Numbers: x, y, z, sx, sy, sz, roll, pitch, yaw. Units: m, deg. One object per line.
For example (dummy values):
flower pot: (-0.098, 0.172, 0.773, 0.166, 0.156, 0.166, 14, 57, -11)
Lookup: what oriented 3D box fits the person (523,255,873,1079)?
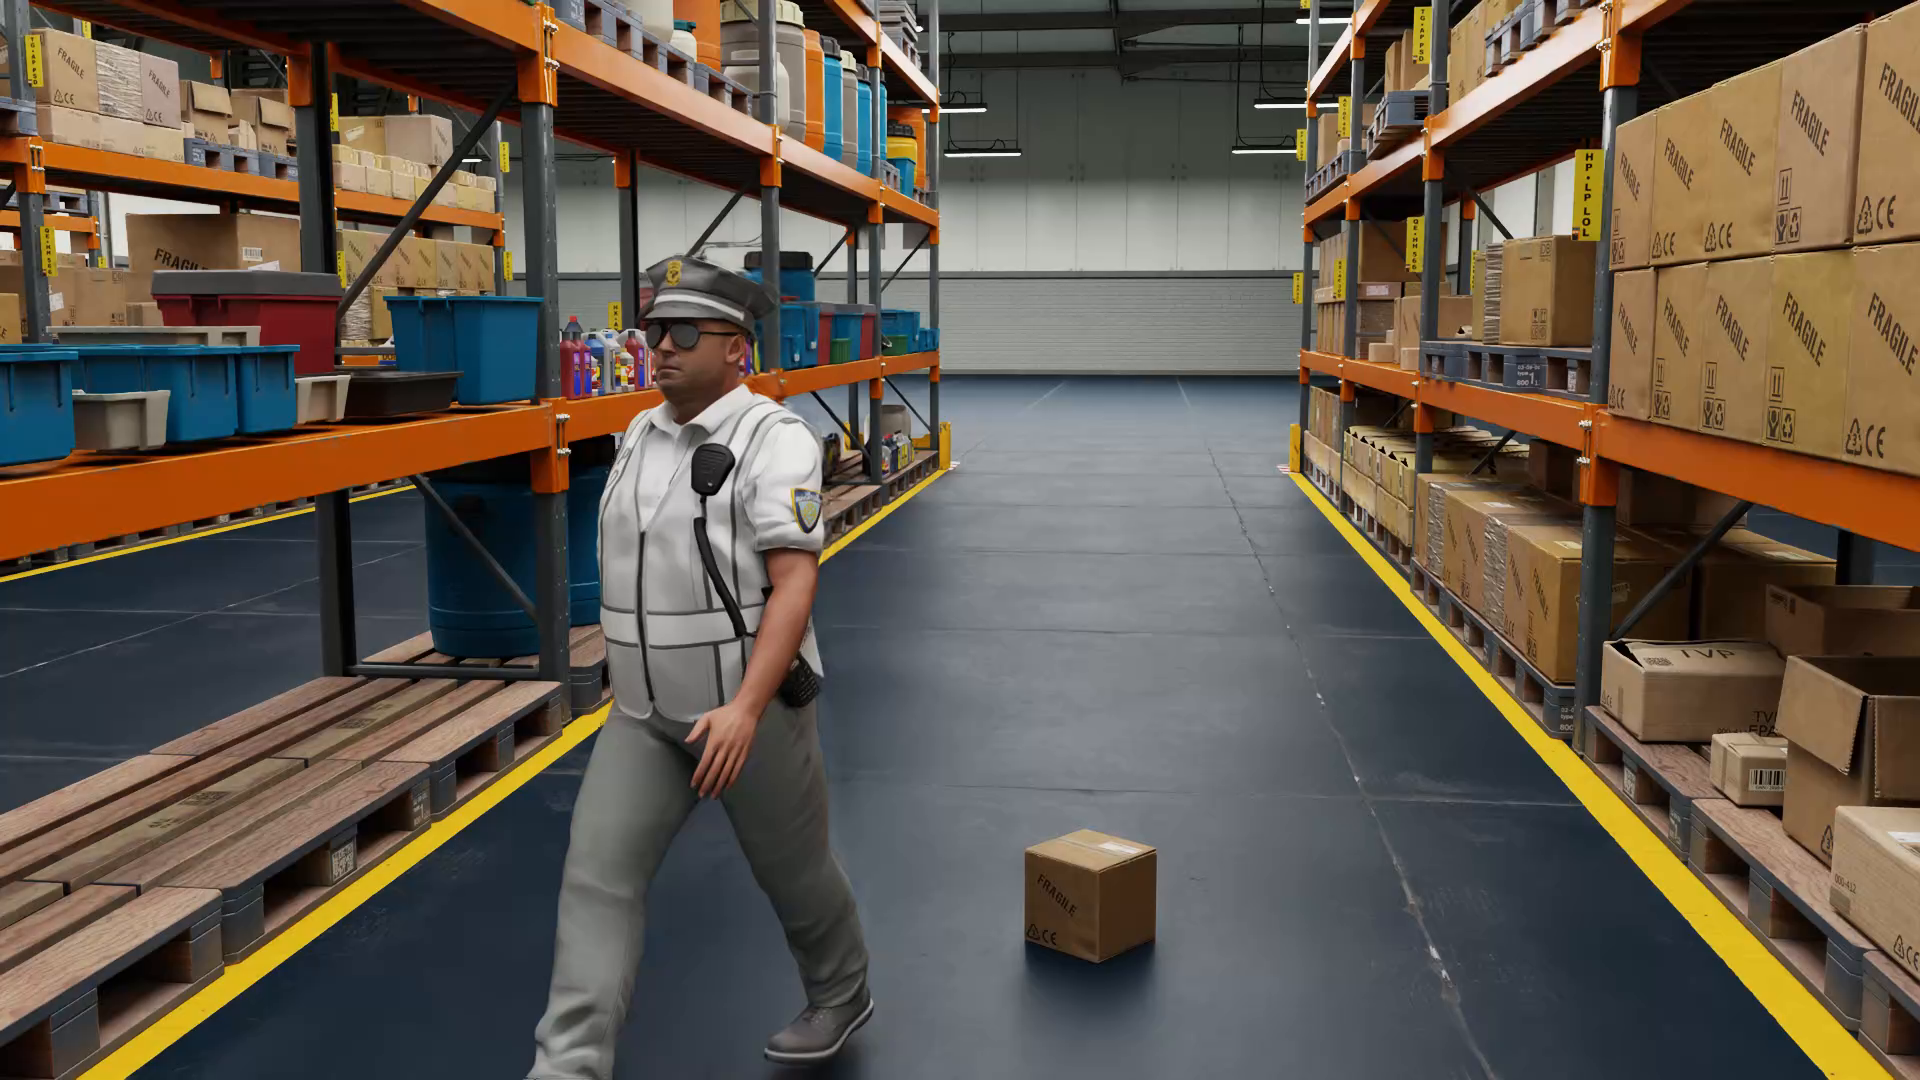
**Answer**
person: (-0.539, 0.306, 3.280, 0.556, 1.706, 1.046, 4, 9, 29)
